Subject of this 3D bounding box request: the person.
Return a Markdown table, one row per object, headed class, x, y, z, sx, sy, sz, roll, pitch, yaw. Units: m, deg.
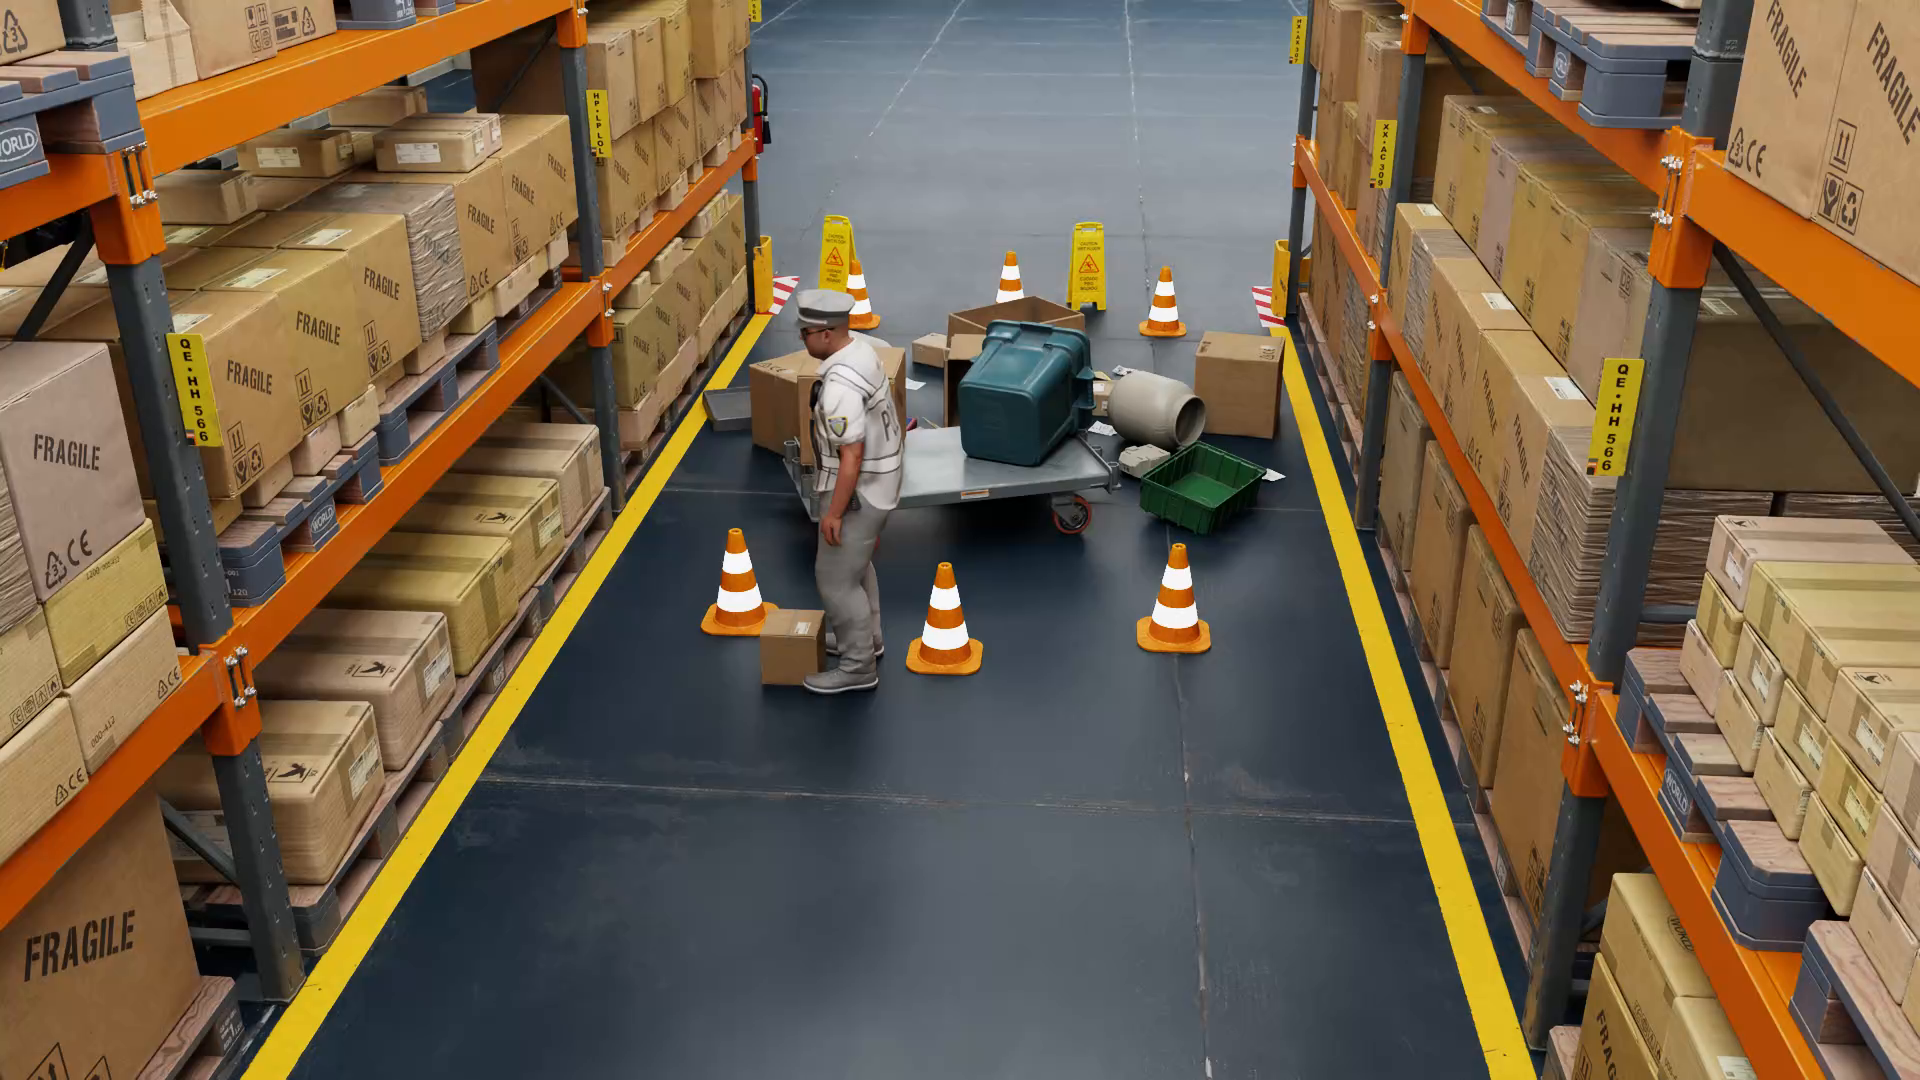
| class | x | y | z | sx | sy | sz | roll | pitch | yaw |
| --- | --- | --- | --- | --- | --- | --- | --- | --- | --- |
| person | -0.460 | -0.205 | 7.048 | 0.437 | 1.747 | 0.583 | 2 | 24 | 3 |
